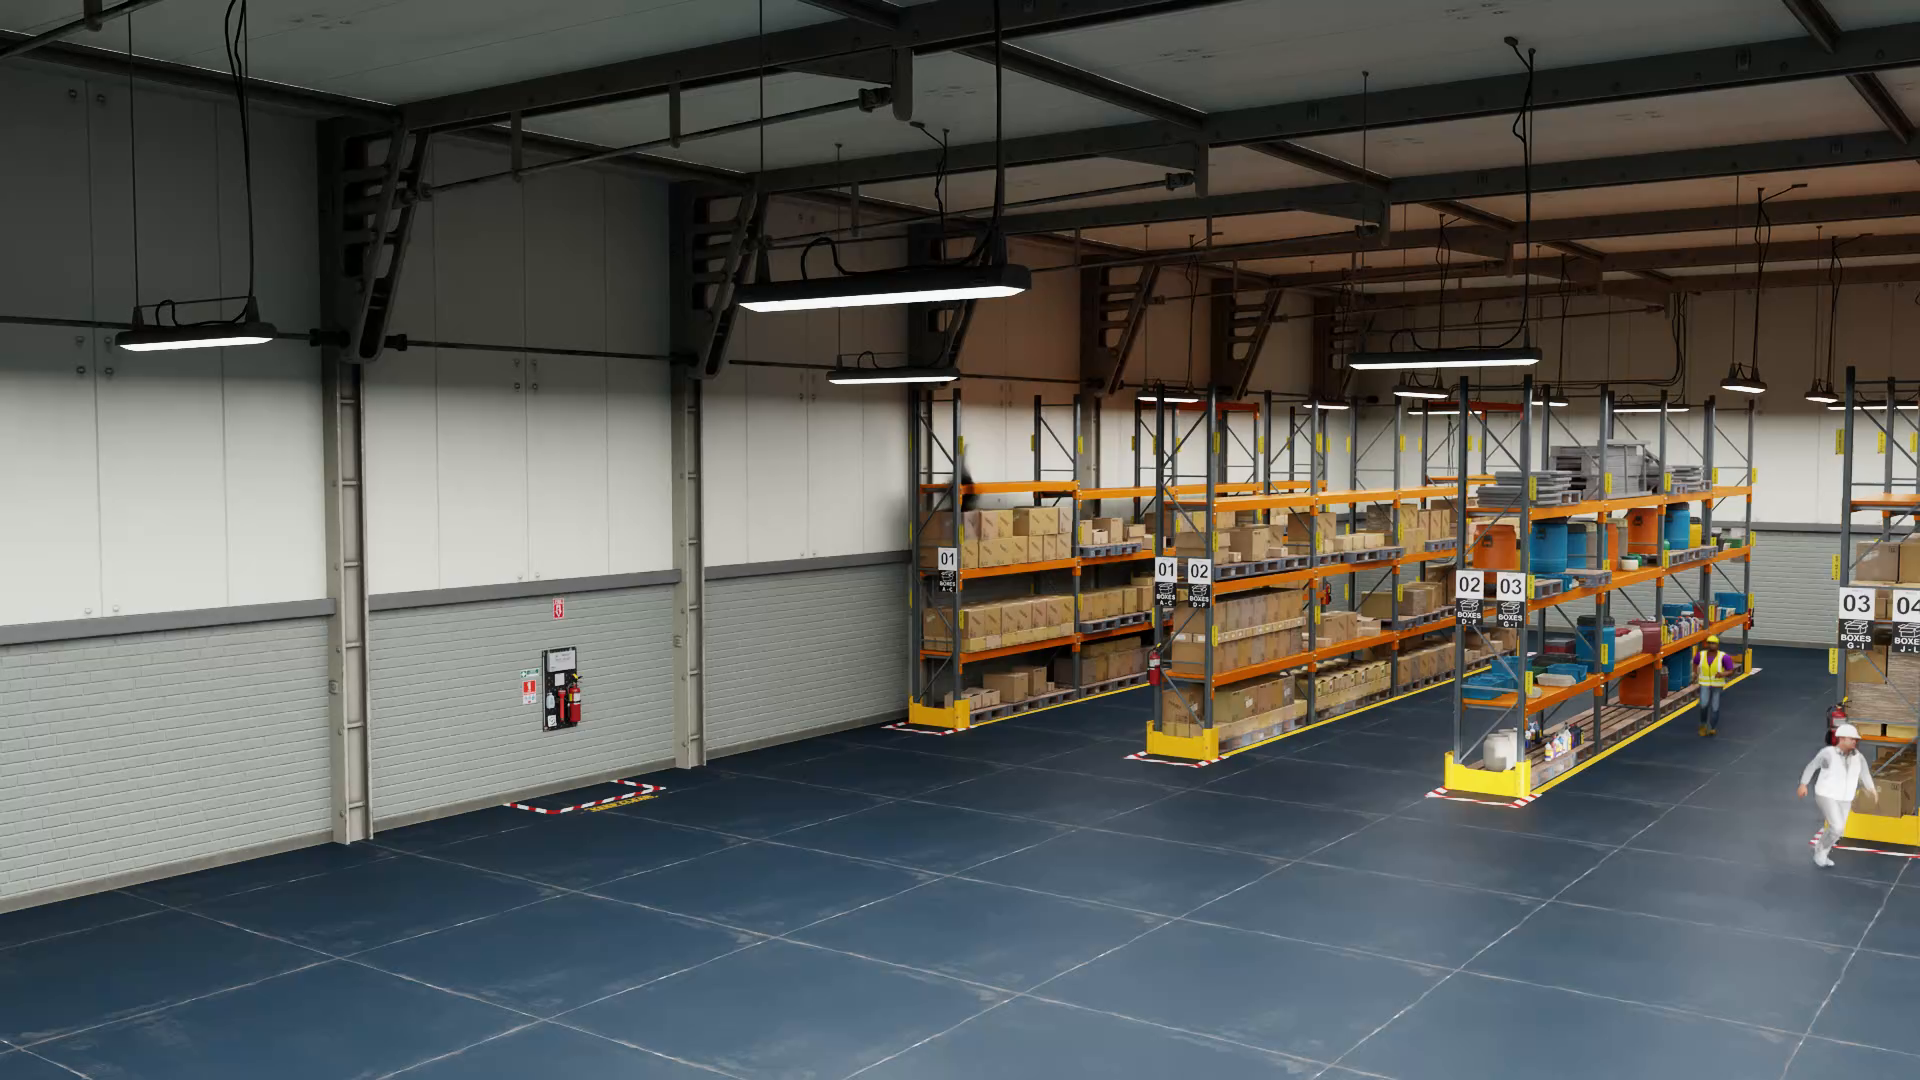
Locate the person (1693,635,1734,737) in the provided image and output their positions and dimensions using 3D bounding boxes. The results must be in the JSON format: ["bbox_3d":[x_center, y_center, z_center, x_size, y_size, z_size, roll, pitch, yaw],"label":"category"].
[{"bbox_3d":[12.838,2.503,28.389,0.662,1.753,0.689,2,4,28],"label":"person"}]

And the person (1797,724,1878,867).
[{"bbox_3d":[10.353,3.012,19.525,0.621,1.721,0.804,-1,3,-10],"label":"person"}]
